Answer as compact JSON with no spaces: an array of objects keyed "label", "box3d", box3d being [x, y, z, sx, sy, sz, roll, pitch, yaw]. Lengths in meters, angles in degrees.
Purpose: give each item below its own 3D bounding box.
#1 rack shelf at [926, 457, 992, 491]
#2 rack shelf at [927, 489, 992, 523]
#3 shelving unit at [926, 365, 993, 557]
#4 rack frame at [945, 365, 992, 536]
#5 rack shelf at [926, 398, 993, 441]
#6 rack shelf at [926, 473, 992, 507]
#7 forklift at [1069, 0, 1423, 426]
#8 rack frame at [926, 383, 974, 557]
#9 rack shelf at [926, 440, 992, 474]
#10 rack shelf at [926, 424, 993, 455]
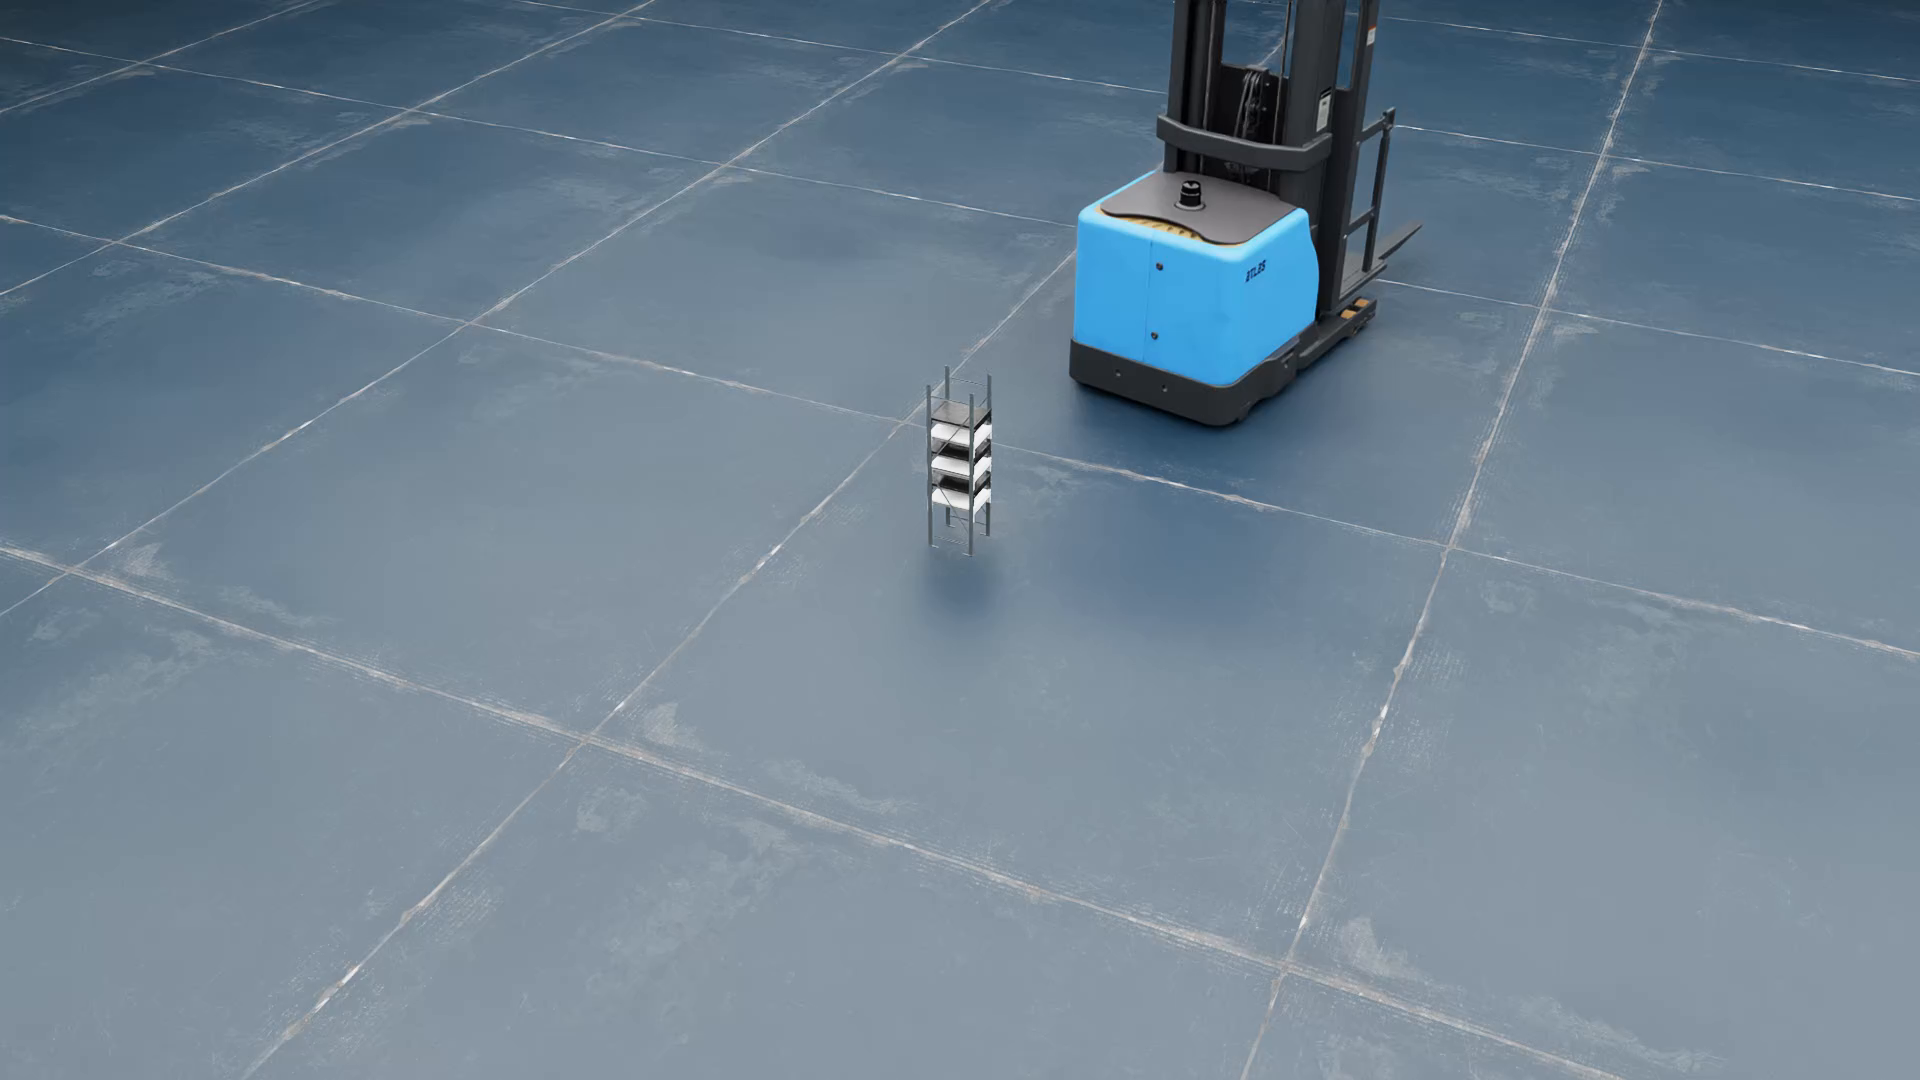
[{"label":"rack shelf","box3d":[-0.003,-0.344,8.015,0.258,0.077,0.200,14,36,20]},{"label":"rack shelf","box3d":[-0.003,-0.194,8.114,0.258,0.077,0.200,14,36,20]},{"label":"shelving unit","box3d":[-0.003,-0.372,7.997,0.258,0.900,0.210,14,36,20]},{"label":"rack frame","box3d":[0.039,-0.423,8.074,0.240,0.900,0.006,14,36,20]},{"label":"rack shelf","box3d":[-0.003,-0.570,7.867,0.258,0.077,0.200,14,36,20]},{"label":"rack shelf","box3d":[-0.003,-0.269,8.065,0.258,0.077,0.200,14,36,20]},{"label":"forklift","box3d":[1.911,-2.603,9.546,1.130,2.935,3.031,22,39,30]},{"label":"rack frame","box3d":[-0.046,-0.322,7.920,0.240,0.900,0.006,14,36,20]},{"label":"rack shelf","box3d":[-0.003,-0.420,7.966,0.258,0.077,0.200,14,36,20]},{"label":"rack shelf","box3d":[-0.003,-0.495,7.917,0.258,0.077,0.200,14,36,20]}]
